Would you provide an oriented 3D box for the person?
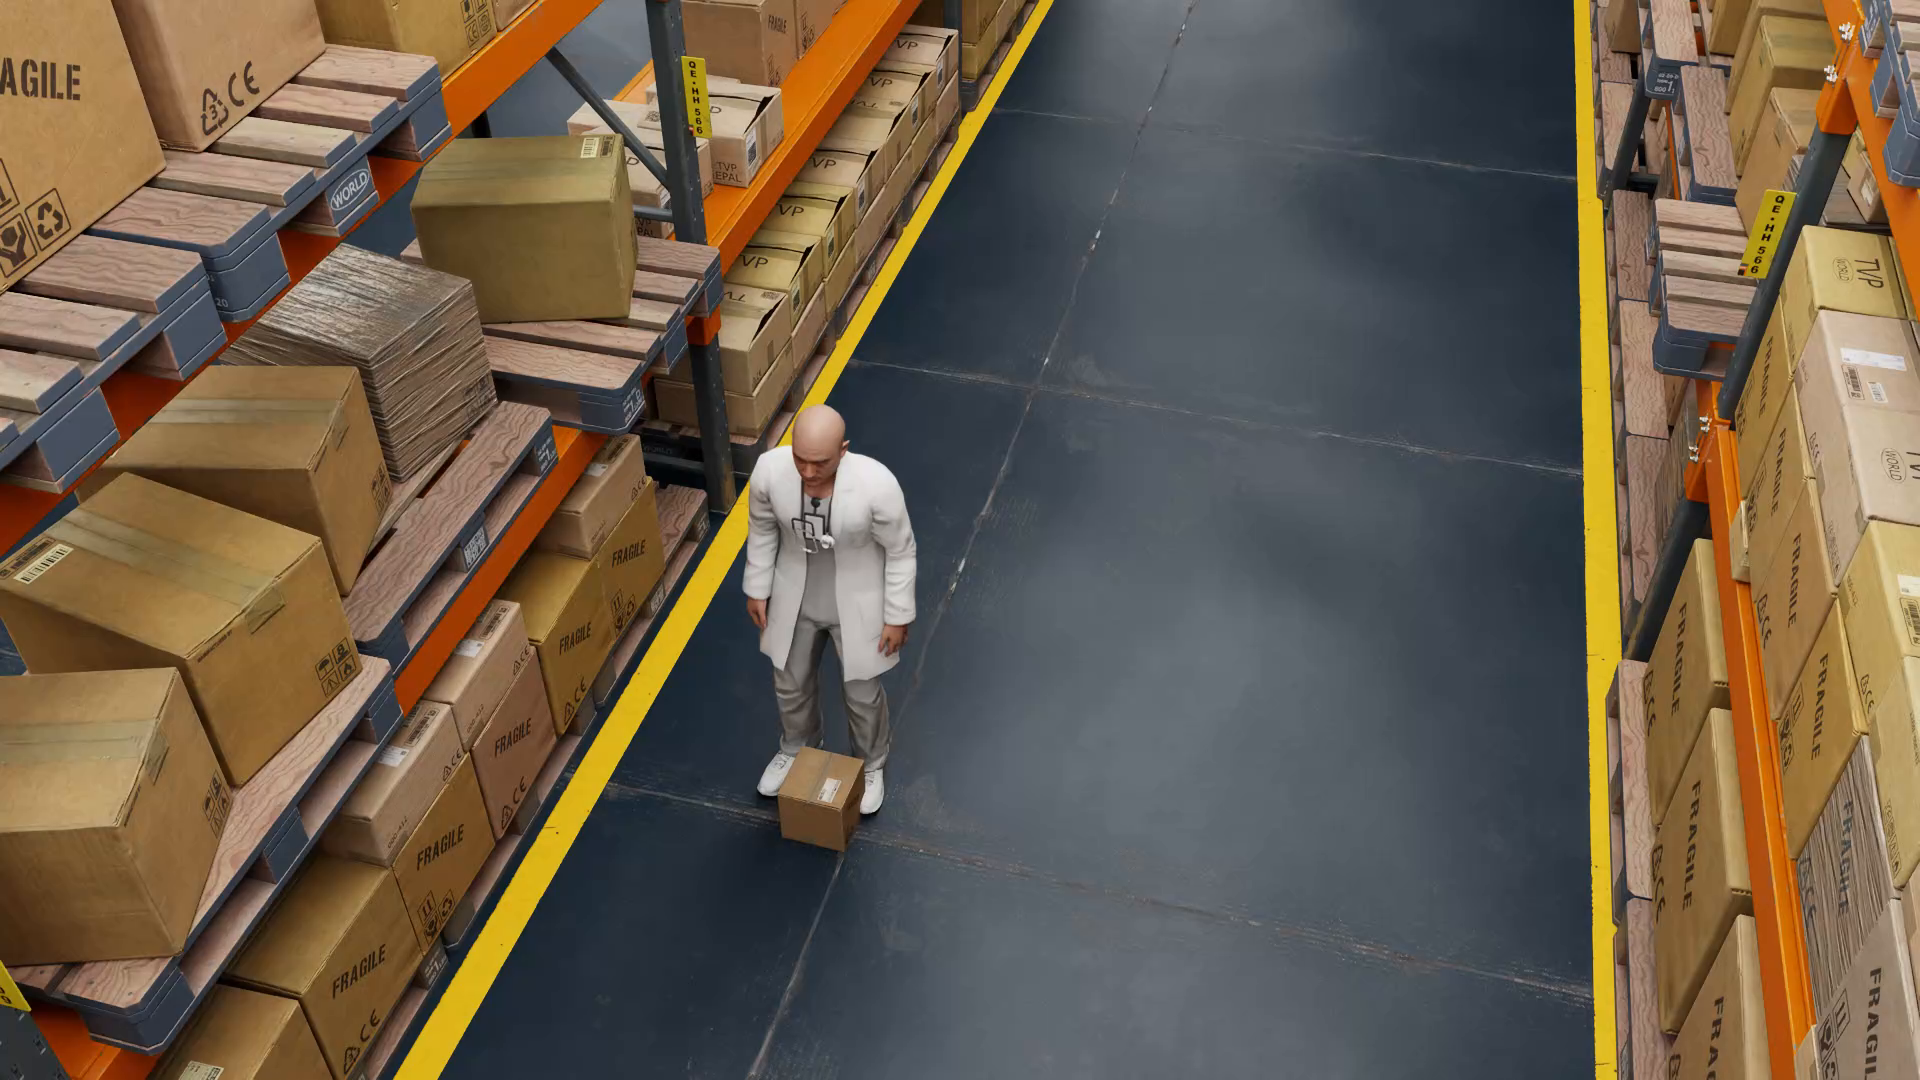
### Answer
[{"bbox_3d":[-0.465,0.231,5.899,0.643,1.773,0.427,10,41,12],"label":"person"}]
